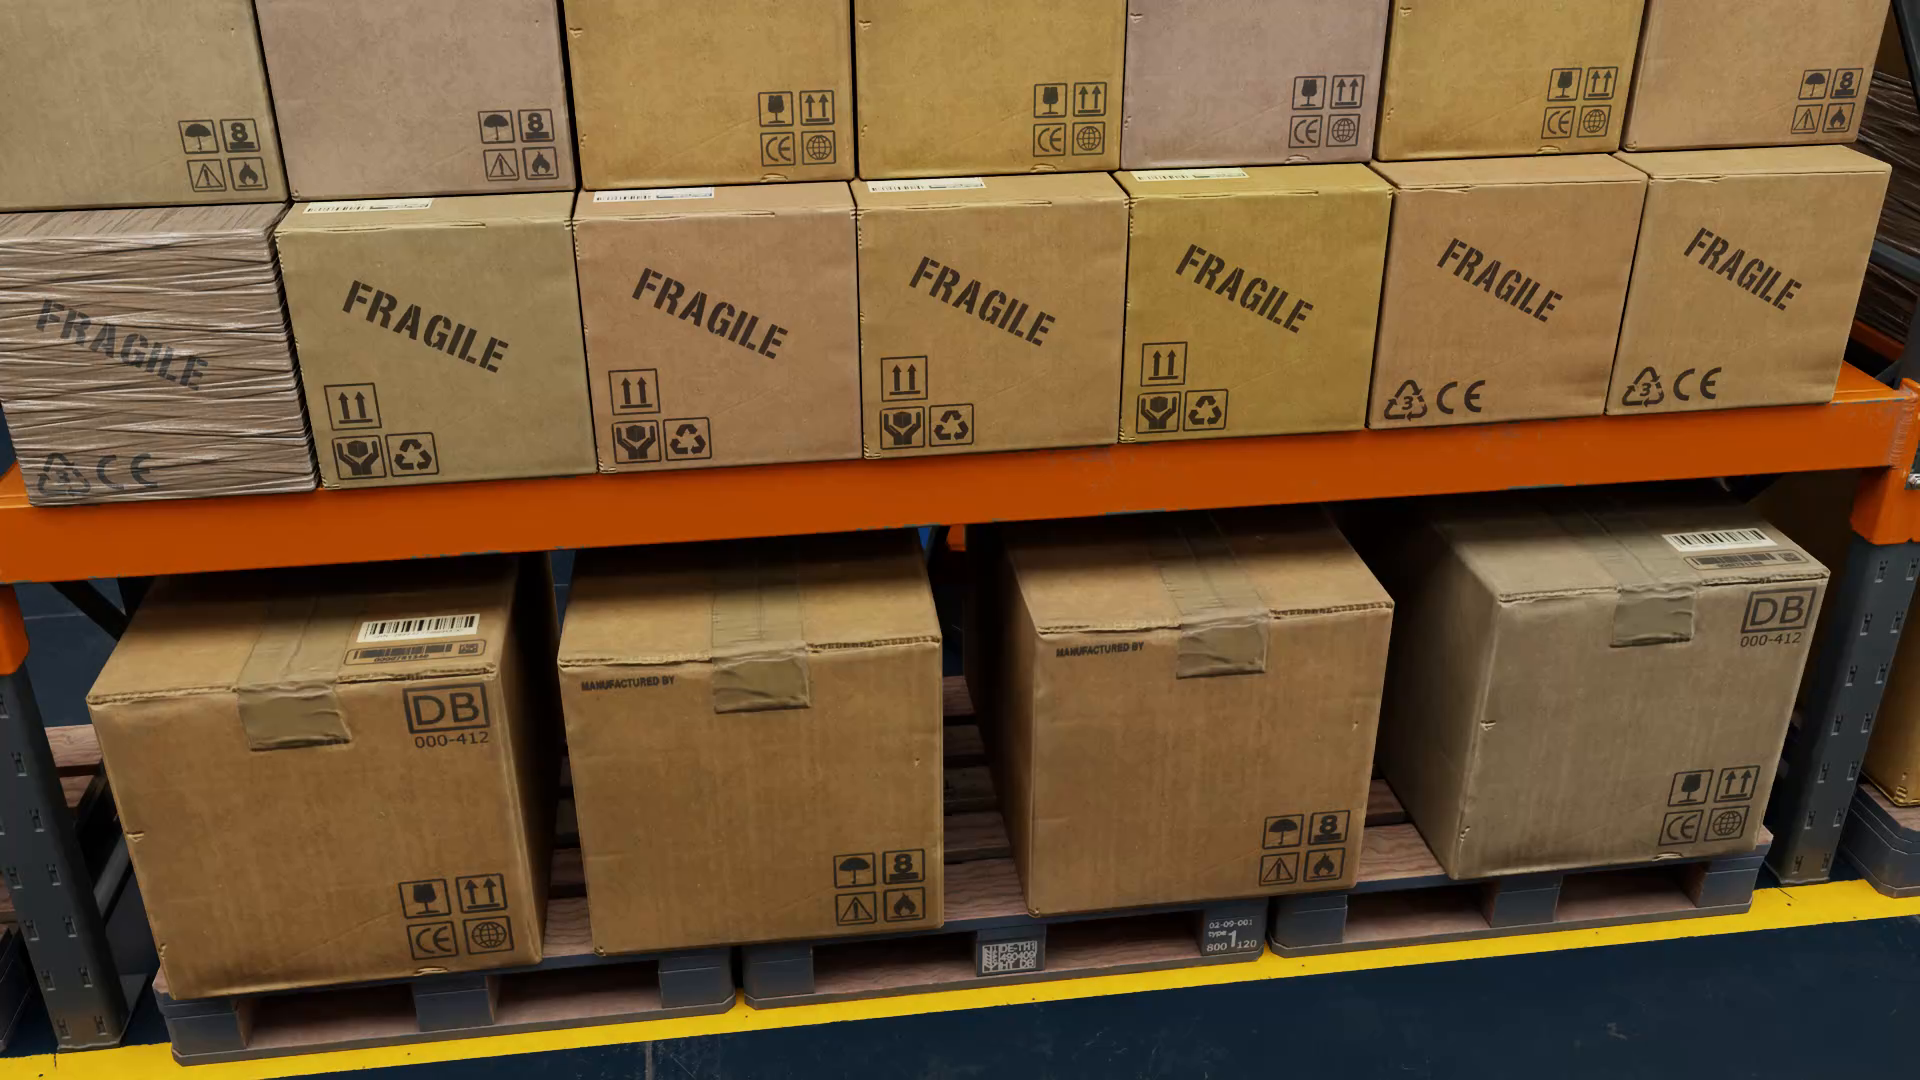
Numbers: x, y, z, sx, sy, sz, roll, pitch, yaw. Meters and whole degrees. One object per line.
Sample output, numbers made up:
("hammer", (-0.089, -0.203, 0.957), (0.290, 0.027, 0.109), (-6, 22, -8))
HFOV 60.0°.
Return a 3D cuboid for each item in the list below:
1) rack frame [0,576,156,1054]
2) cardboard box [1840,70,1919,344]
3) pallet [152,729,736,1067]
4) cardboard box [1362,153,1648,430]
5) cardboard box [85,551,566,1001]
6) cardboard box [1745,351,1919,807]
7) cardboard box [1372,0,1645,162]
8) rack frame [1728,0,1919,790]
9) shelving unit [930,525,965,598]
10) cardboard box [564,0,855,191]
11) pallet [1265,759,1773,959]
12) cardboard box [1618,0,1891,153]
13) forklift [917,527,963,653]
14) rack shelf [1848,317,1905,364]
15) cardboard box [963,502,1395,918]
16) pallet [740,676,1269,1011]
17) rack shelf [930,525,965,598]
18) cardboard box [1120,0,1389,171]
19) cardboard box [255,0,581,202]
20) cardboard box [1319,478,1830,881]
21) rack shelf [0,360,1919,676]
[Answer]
("rack frame", (-1.952, -0.455, 3.352), (0.127, 3.000, 1.000), (-4, 27, -7))
("cardboard box", (2.373, -0.805, 3.869), (0.550, 0.550, 0.875), (-4, 27, -7))
("pallet", (-1.161, 0.769, 4.020), (1.213, 0.211, 1.003), (-4, 27, -7))
("cardboard box", (1.029, -0.568, 3.462), (0.500, 0.500, 0.500), (-4, 27, -8))
("cardboard box", (-1.336, 0.361, 3.766), (0.750, 0.750, 1.050), (-4, 27, -8))
("cardboard box", (2.642, 0.040, 4.253), (0.875, 0.875, 0.875), (-3, 27, -6))
("cardboard box", (1.009, -1.131, 3.464), (0.500, 0.500, 0.700), (-4, 27, -8))
("rack frame", (2.009, -0.708, 3.845), (0.053, 2.616, 0.949), (-4, 27, -7))
("shelving unit", (0.381, -0.226, 4.603), (1.030, 0.981, 0.538), (1, 41, -21))
("cardboard box", (-0.498, -1.035, 3.277), (0.500, 0.500, 0.700), (-4, 27, -8))
("pallet", (1.255, 0.614, 4.322), (1.213, 0.211, 1.003), (-4, 27, -7))
("cardboard box", (1.518, -1.165, 3.530), (0.500, 0.500, 0.700), (-4, 27, -8))
("forklift", (-0.407, -1.481, 5.523), (1.129, 2.843, 3.031), (-21, 34, -35))
("rack shelf", (3.990, -0.636, 4.199), (3.809, 0.052, 0.919), (-4, 27, -7))
("cardboard box", (0.451, 0.244, 3.993), (0.750, 0.750, 1.050), (-4, 27, -7))
("pallet", (-1.744, -0.368, 6.237), (4.108, 0.211, 6.107), (-4, 27, -7))
("rack shelf", (0.322, -0.042, 4.753), (1.000, 0.278, 0.538), (1, 41, -21))
("cardboard box", (0.509, -1.099, 3.402), (0.500, 0.500, 0.700), (-3, 27, -7))
("cardboard box", (-1.005, -1.001, 3.211), (0.500, 0.500, 0.700), (-4, 27, -8))
("cardboard box", (1.407, 0.185, 4.109), (0.750, 0.750, 1.050), (-4, 27, -7))
("rack shelf", (0.029, -0.262, 3.764), (4.000, 0.370, 1.077), (-4, 27, -7))
